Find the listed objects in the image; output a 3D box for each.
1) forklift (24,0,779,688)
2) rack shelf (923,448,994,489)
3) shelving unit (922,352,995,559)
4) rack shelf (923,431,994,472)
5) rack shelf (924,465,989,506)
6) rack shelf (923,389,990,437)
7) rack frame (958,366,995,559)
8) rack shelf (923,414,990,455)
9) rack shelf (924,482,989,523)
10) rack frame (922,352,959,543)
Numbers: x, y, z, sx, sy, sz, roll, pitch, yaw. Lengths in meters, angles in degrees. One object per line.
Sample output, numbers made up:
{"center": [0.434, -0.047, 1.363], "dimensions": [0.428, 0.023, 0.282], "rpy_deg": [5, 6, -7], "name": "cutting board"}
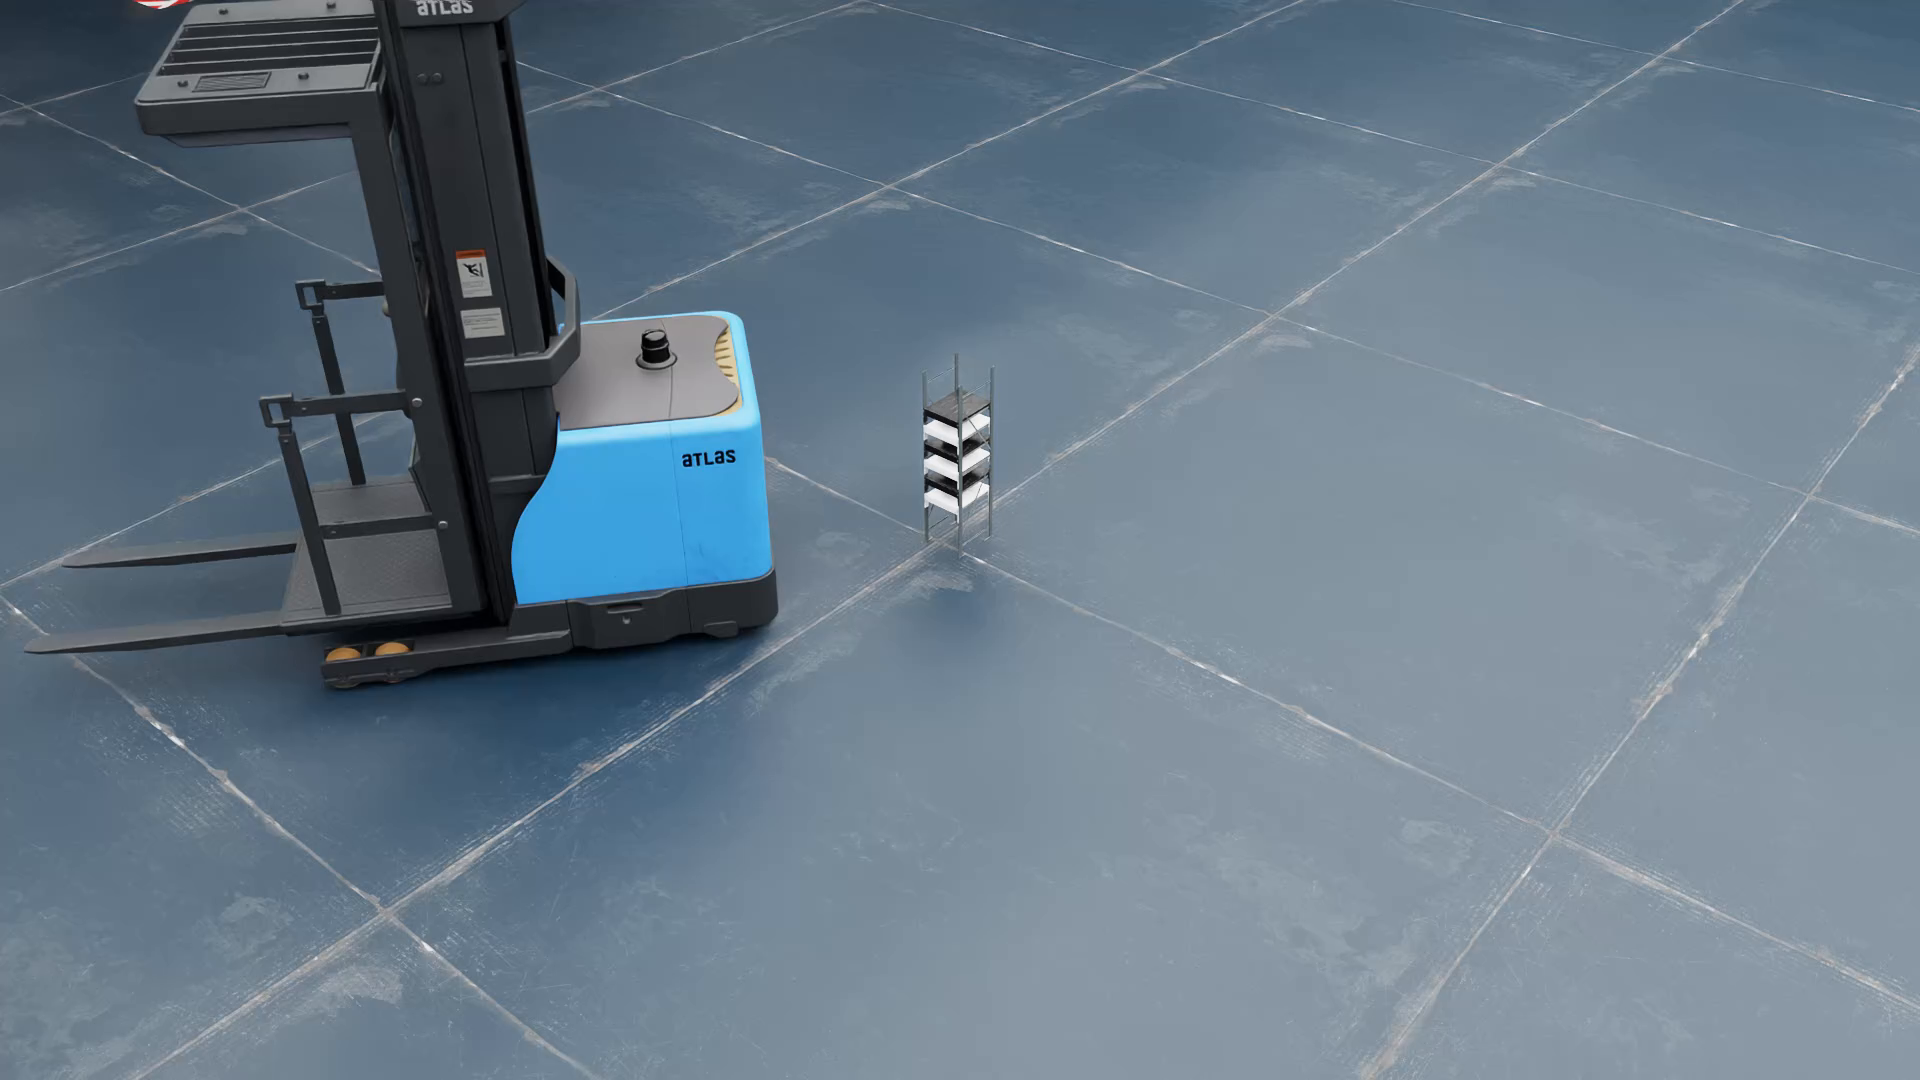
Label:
{"center": [-2.352, -0.922, 6.504], "dimensions": [3.031, 2.935, 1.130], "rpy_deg": [-6, 35, -9], "name": "forklift"}
{"center": [-0.006, -0.346, 7.518], "dimensions": [0.200, 0.077, 0.258], "rpy_deg": [25, 42, 32], "name": "rack shelf"}
{"center": [-0.006, -0.374, 7.500], "dimensions": [0.210, 0.900, 0.258], "rpy_deg": [25, 42, 32], "name": "shelving unit"}
{"center": [-0.006, -0.421, 7.467], "dimensions": [0.200, 0.077, 0.258], "rpy_deg": [25, 42, 32], "name": "rack shelf"}
{"center": [-0.006, -0.272, 7.569], "dimensions": [0.200, 0.077, 0.258], "rpy_deg": [25, 42, 32], "name": "rack shelf"}
{"center": [-0.006, -0.569, 7.366], "dimensions": [0.200, 0.077, 0.258], "rpy_deg": [25, 42, 32], "name": "rack shelf"}
{"center": [0.072, -0.337, 7.446], "dimensions": [0.006, 0.900, 0.240], "rpy_deg": [25, 42, 32], "name": "rack frame"}
{"center": [-0.006, -0.495, 7.417], "dimensions": [0.200, 0.077, 0.258], "rpy_deg": [25, 42, 32], "name": "rack shelf"}
{"center": [-0.006, -0.198, 7.620], "dimensions": [0.200, 0.077, 0.258], "rpy_deg": [25, 42, 32], "name": "rack shelf"}
{"center": [-0.084, -0.411, 7.553], "dimensions": [0.006, 0.900, 0.240], "rpy_deg": [25, 42, 32], "name": "rack frame"}
